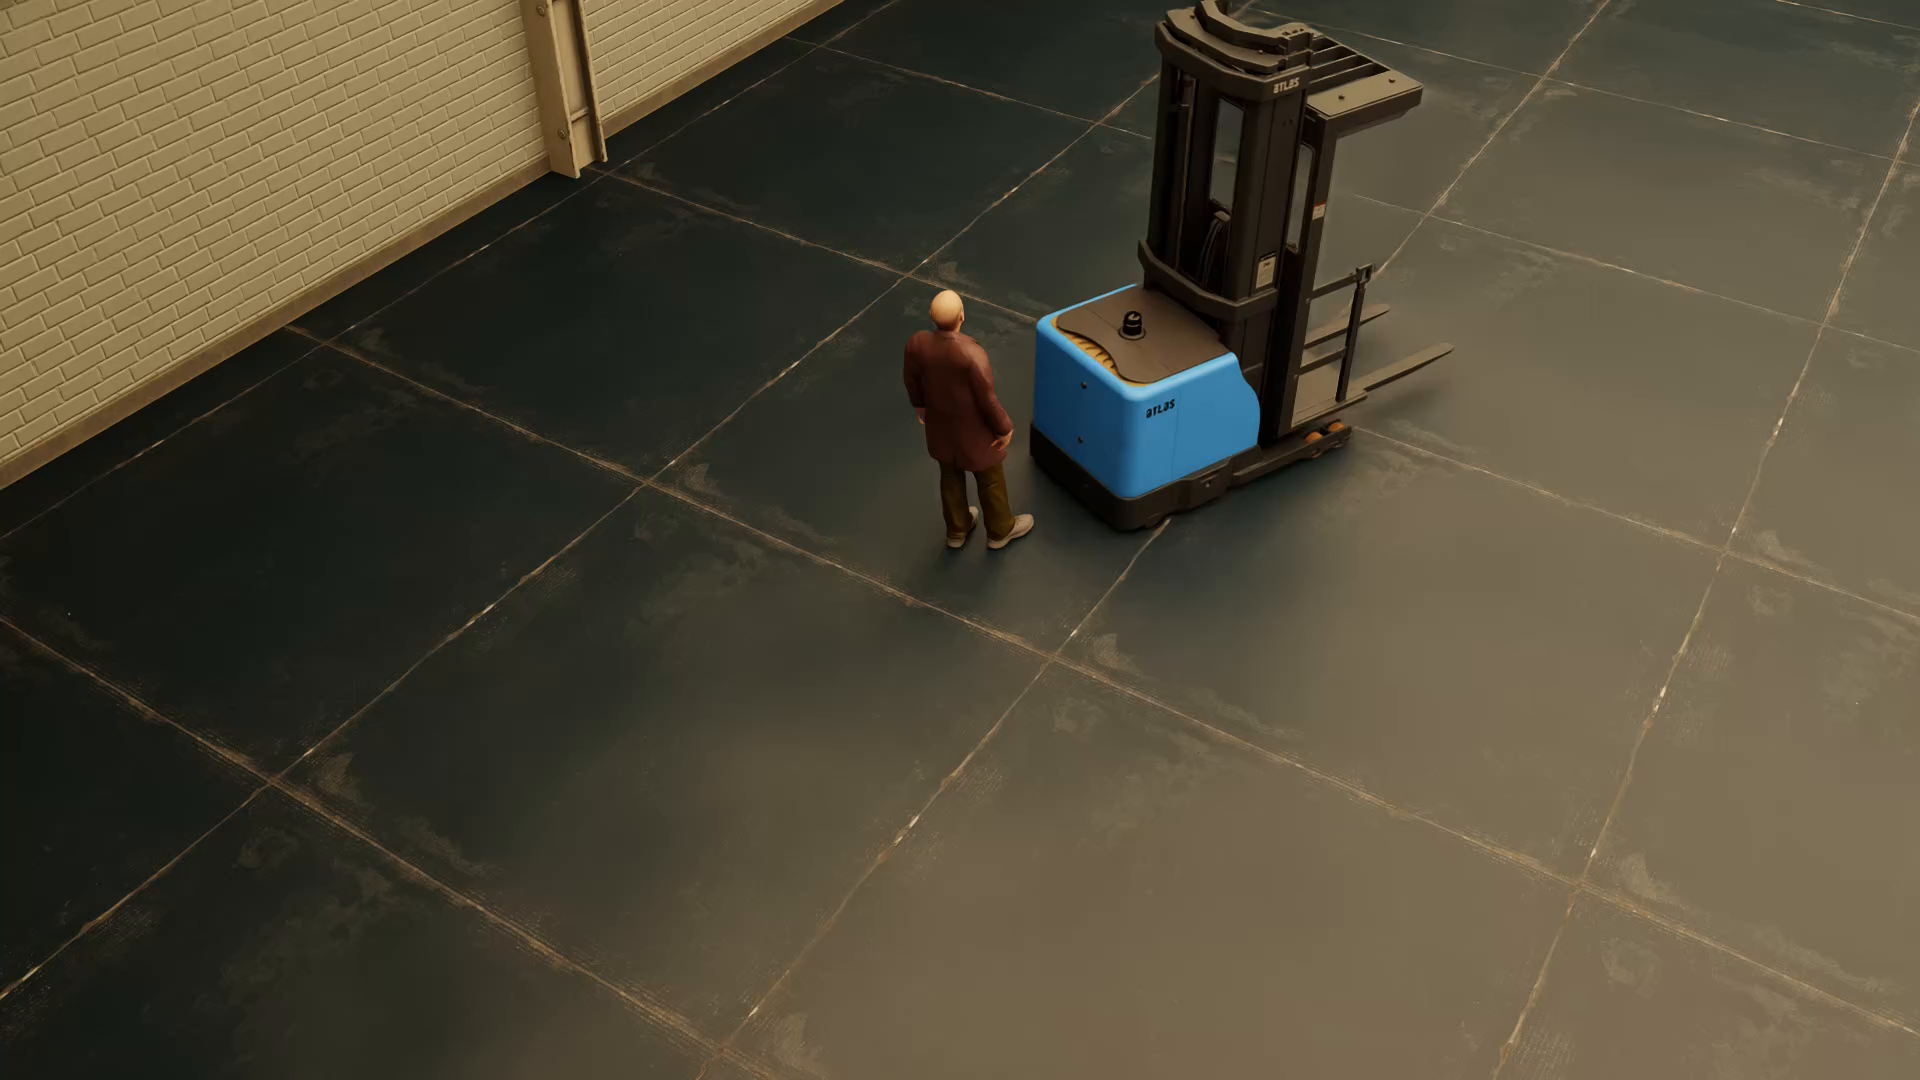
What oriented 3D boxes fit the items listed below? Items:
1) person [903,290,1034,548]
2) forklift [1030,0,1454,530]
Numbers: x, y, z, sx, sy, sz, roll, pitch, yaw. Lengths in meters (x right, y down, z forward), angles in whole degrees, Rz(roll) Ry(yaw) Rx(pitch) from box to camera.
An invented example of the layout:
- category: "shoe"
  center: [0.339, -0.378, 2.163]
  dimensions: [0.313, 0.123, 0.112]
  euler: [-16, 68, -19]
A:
- category: "person"
  center: [0.043, -0.738, 9.724]
  dimensions: [0.697, 1.778, 0.576]
  euler: [23, 45, 24]
- category: "forklift"
  center: [1.963, -1.918, 10.231]
  dimensions: [3.031, 2.935, 1.130]
  euler: [-23, 45, -25]
